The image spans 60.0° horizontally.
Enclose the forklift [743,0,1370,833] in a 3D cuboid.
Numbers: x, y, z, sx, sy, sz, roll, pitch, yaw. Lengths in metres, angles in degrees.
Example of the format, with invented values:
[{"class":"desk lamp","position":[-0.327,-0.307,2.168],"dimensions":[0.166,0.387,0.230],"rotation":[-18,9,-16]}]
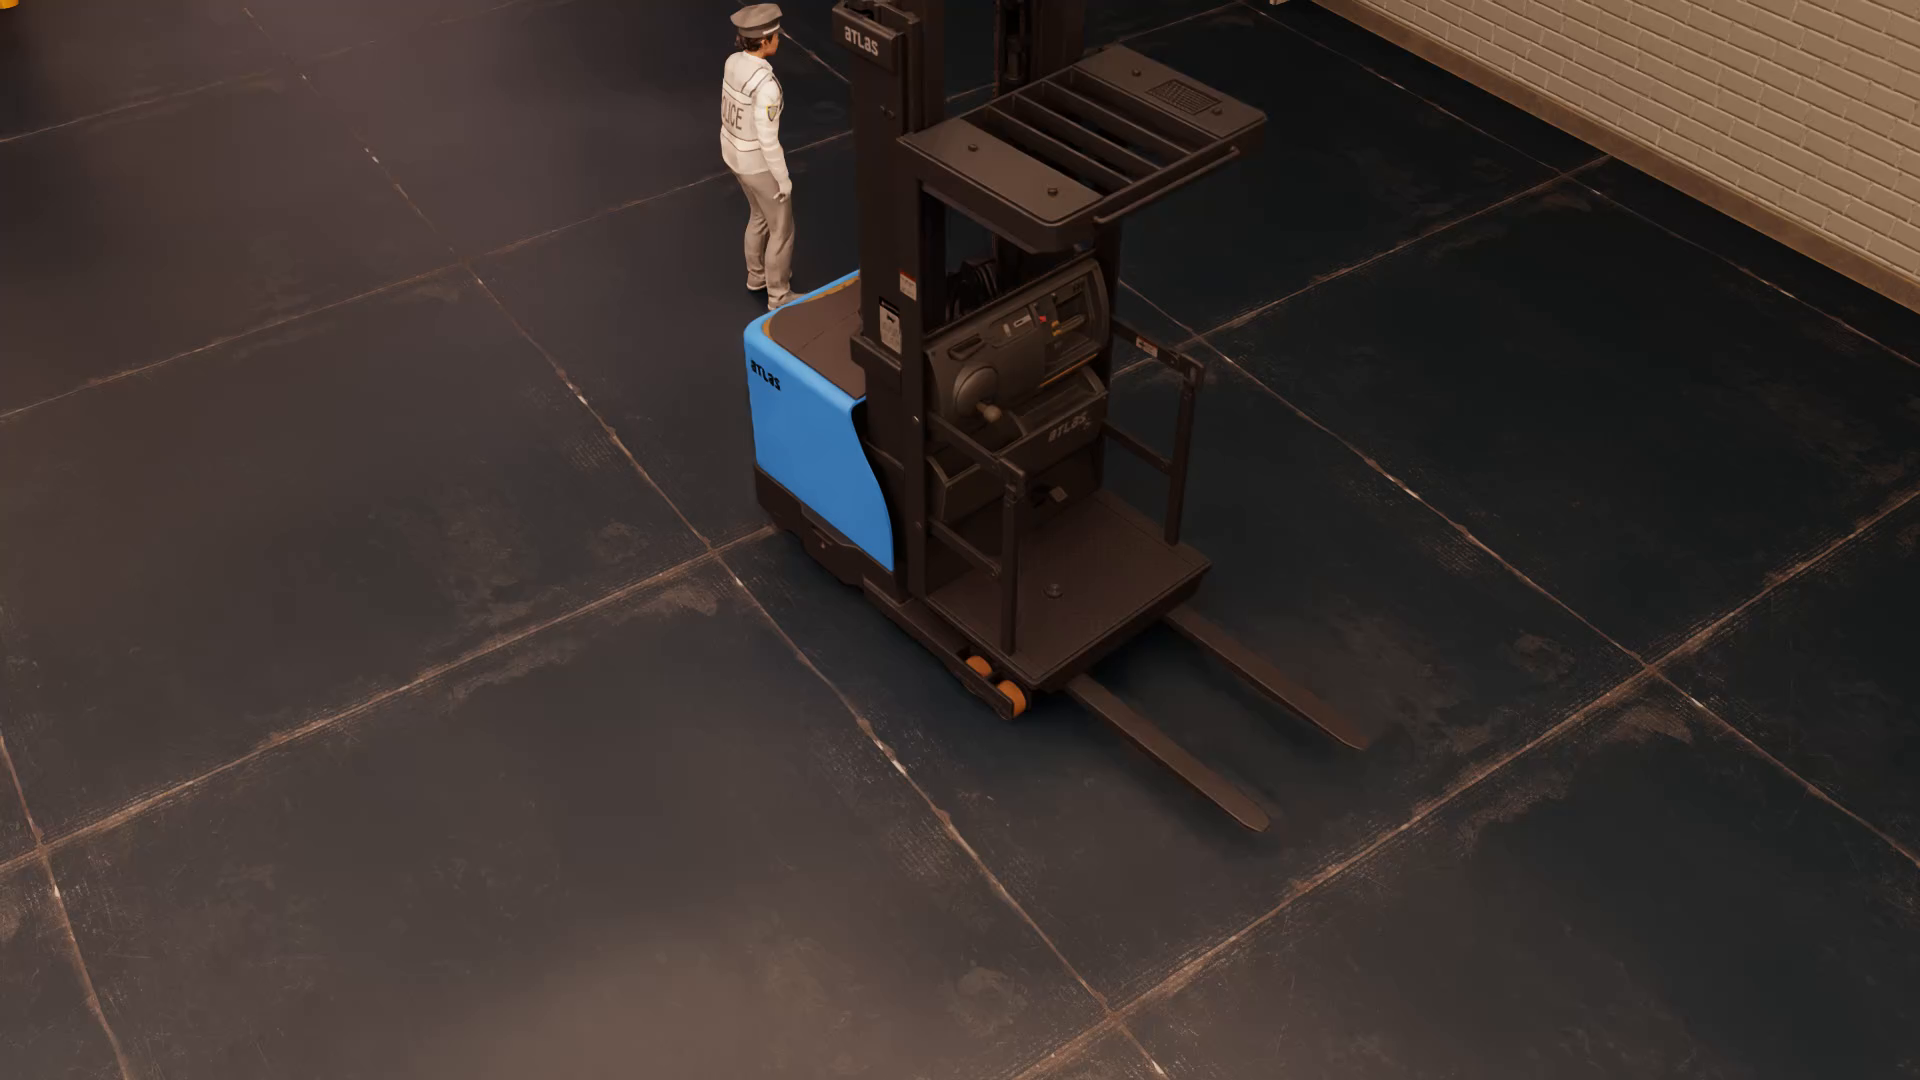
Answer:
[{"class":"forklift","position":[0.385,-0.712,6.488],"dimensions":[1.130,2.935,3.031],"rotation":[-31,51,-29]}]

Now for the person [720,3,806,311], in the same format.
[{"class":"person","position":[-1.053,-2.008,8.833],"dimensions":[0.376,1.662,0.529],"rotation":[-22,47,-22]}]
